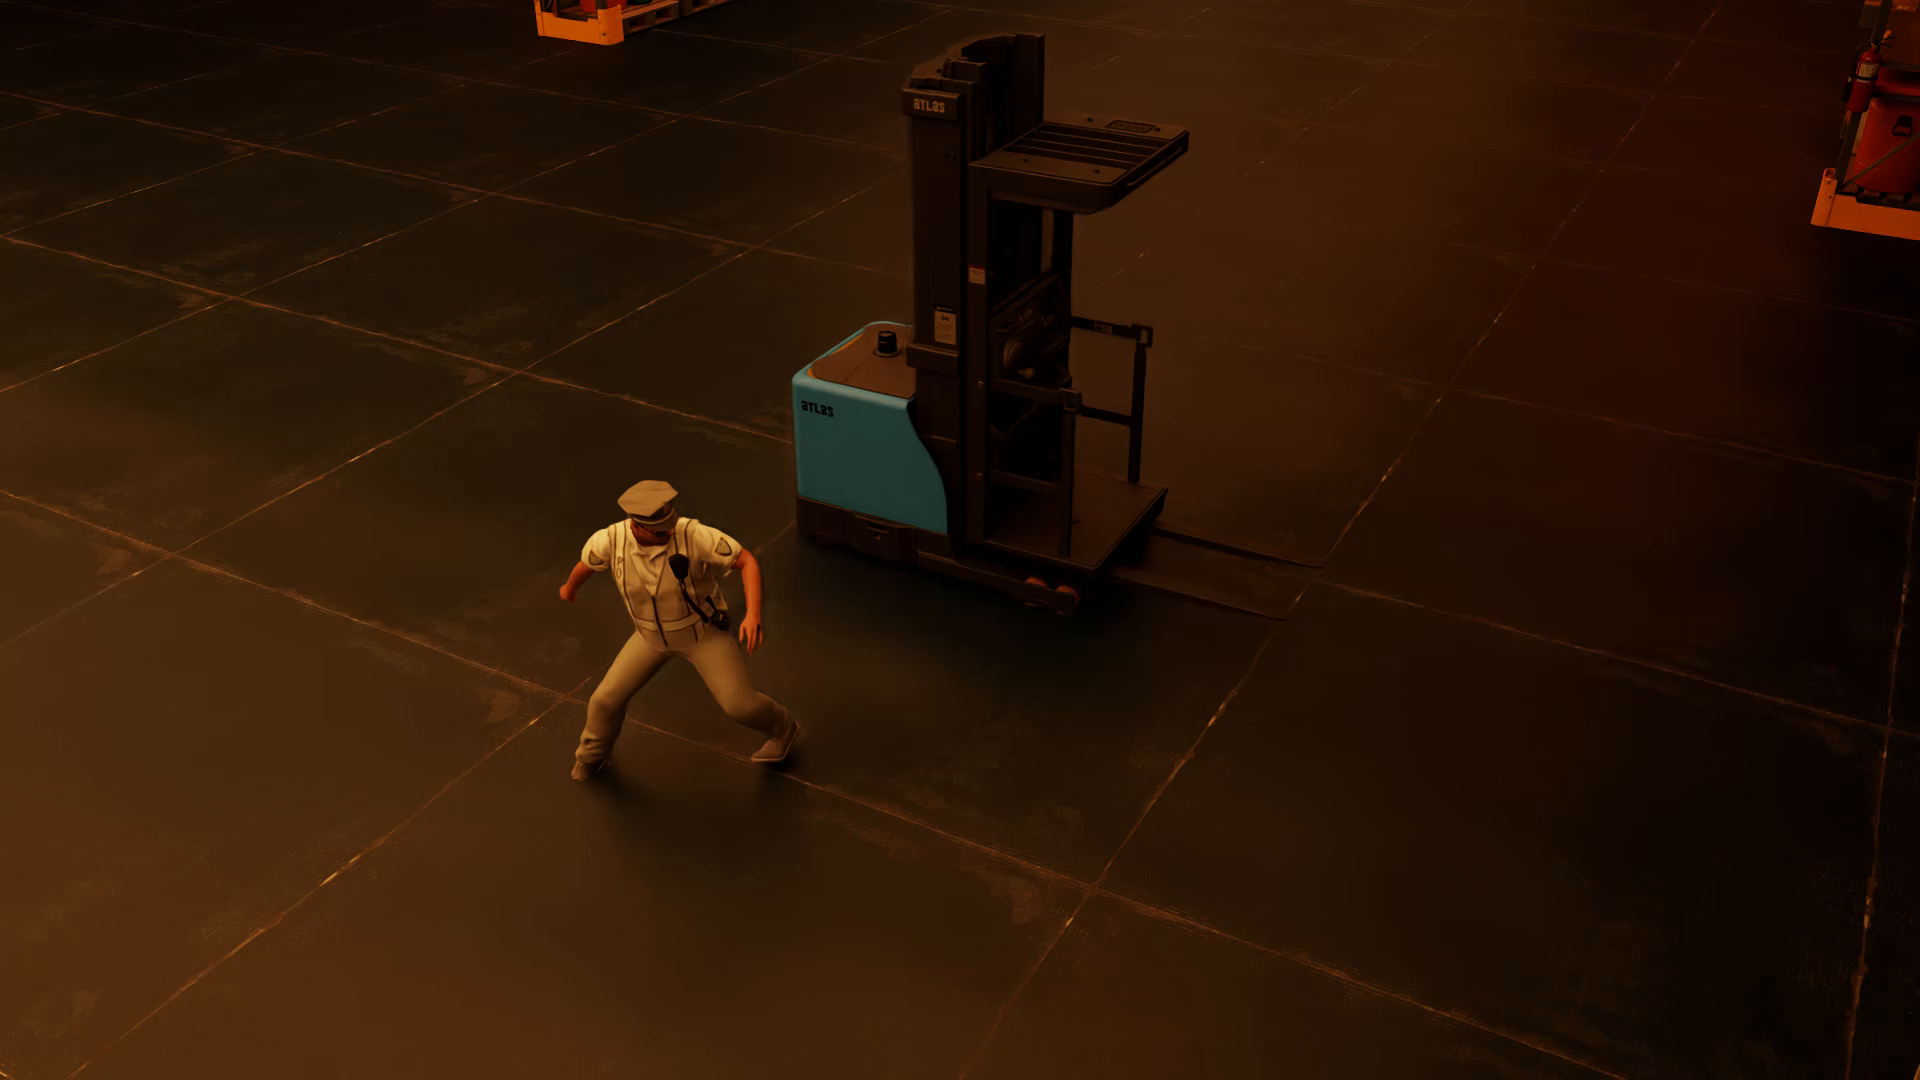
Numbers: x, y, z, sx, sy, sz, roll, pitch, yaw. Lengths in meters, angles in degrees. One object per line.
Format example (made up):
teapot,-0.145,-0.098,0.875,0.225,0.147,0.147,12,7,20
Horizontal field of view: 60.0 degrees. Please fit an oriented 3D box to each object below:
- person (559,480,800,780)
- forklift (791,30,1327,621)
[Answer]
person,-1.391,0.458,7.736,1.151,1.706,0.563,6,31,11
forklift,0.565,-1.150,9.063,3.031,2.935,1.130,15,33,24
